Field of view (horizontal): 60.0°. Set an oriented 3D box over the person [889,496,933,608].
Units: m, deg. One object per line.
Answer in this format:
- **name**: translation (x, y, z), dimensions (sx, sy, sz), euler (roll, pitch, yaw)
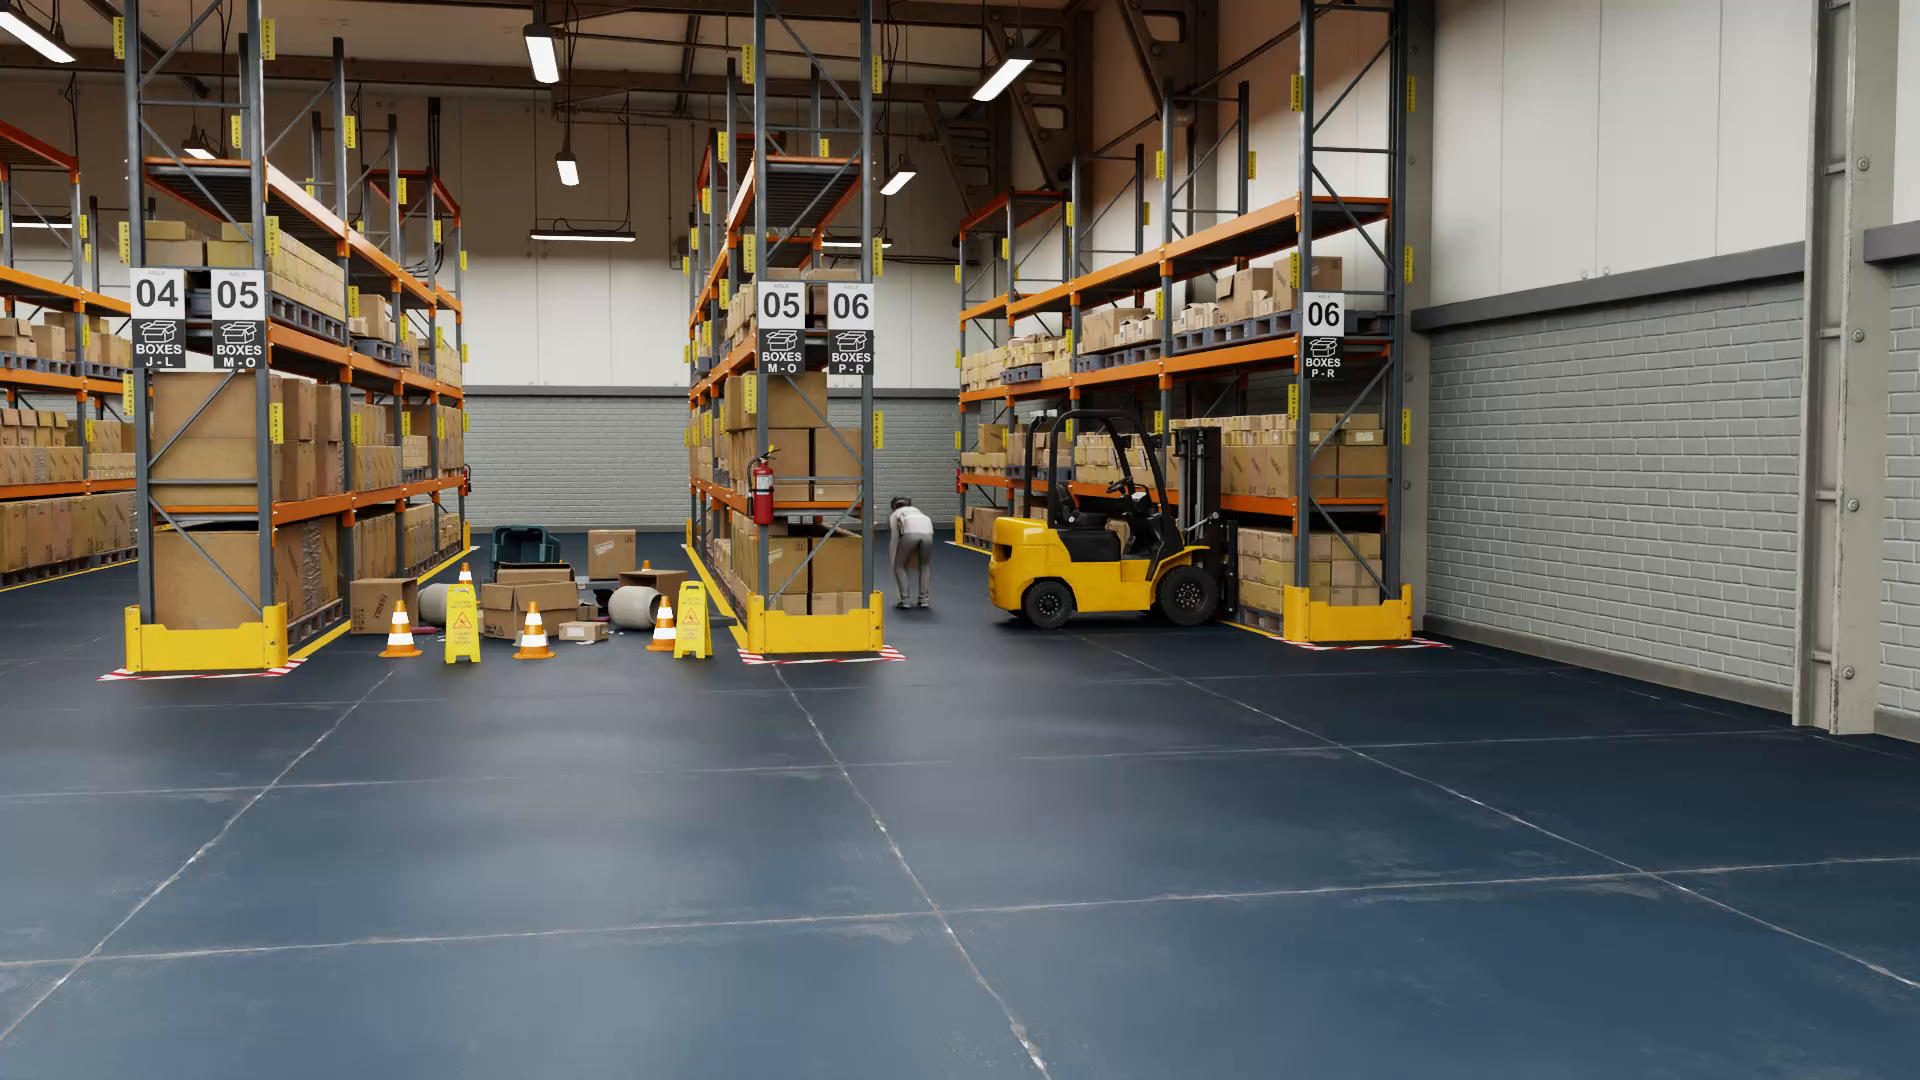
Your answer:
- **person**: translation (-0.571, 0.128, 18.708), dimensions (0.410, 1.240, 0.897), euler (-1, 3, -18)
